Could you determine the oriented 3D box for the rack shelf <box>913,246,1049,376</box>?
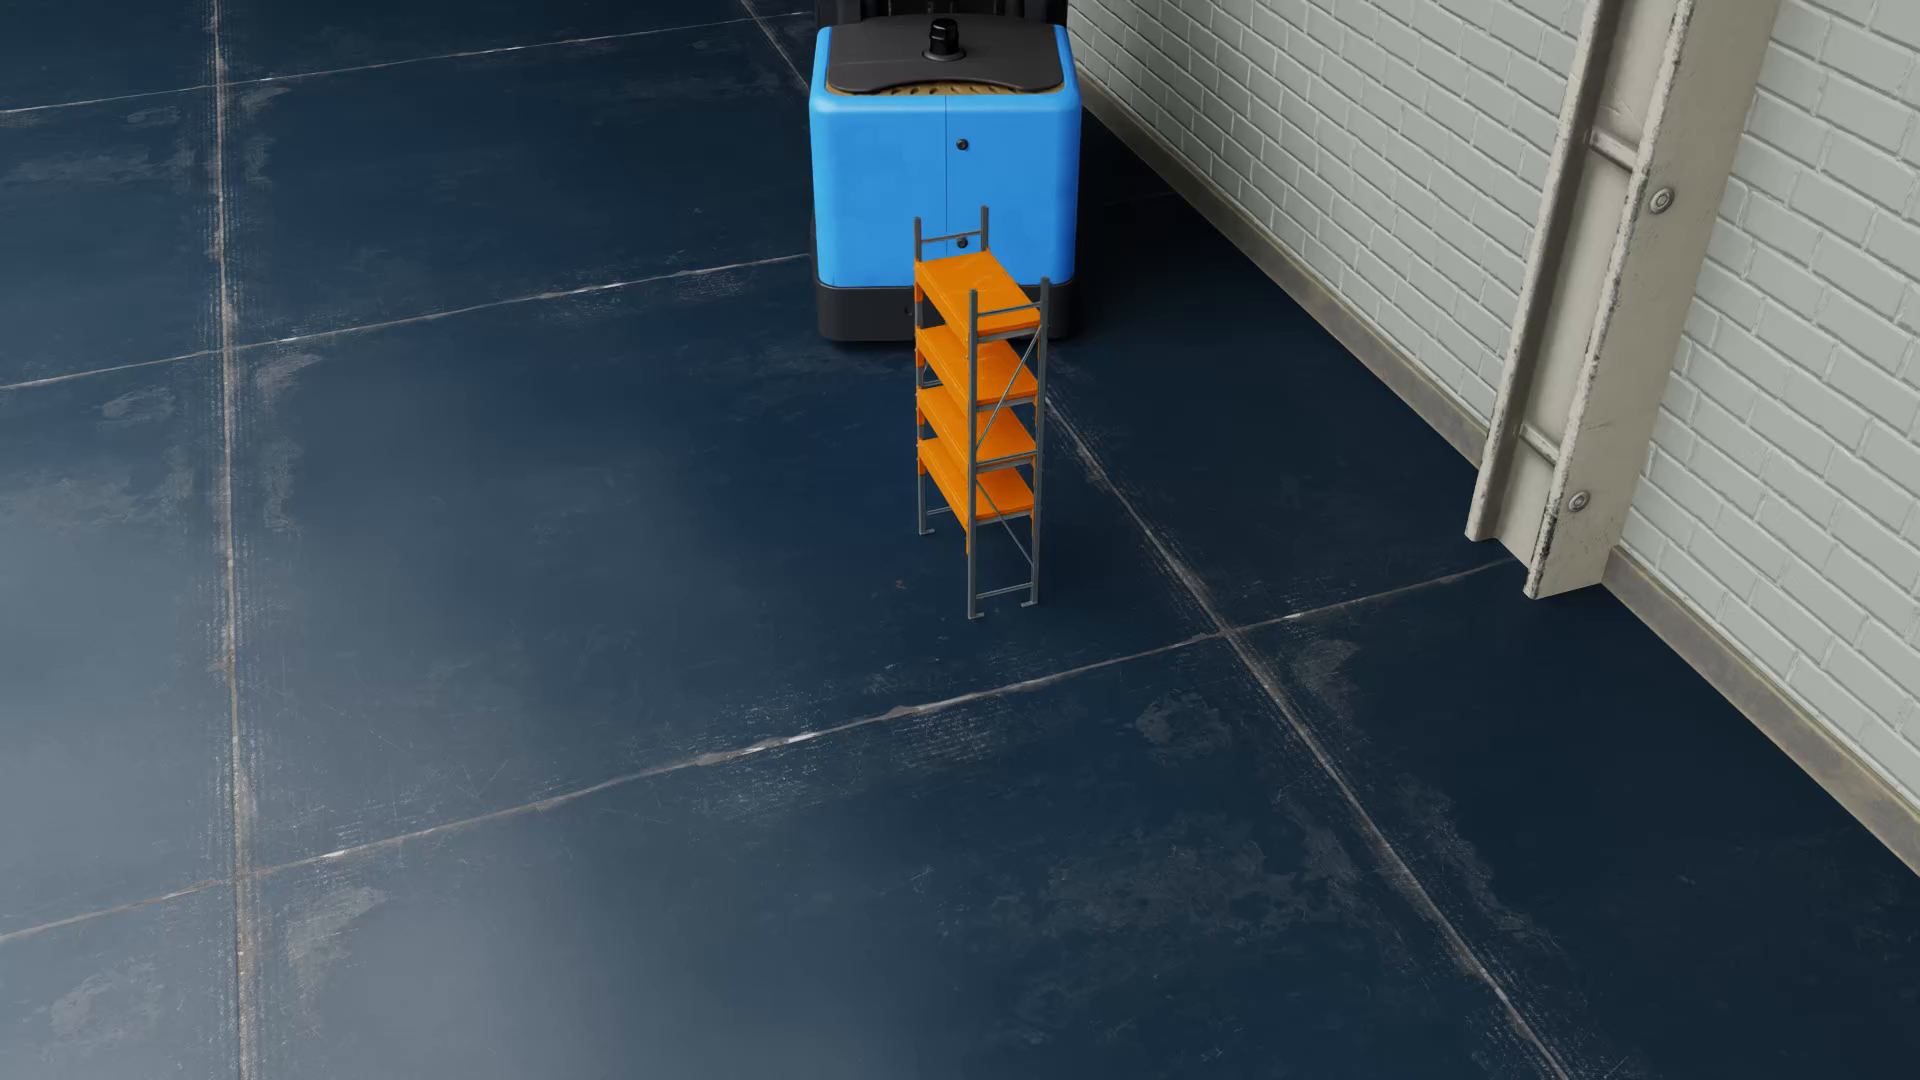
[{"bbox_3d":[0.057,-0.700,5.028,0.258,0.148,0.480,-12,39,-16],"label":"rack shelf"}]

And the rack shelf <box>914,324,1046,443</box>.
[{"bbox_3d":[0.057,-0.511,5.171,0.258,0.148,0.480,-12,39,-16],"label":"rack shelf"}]

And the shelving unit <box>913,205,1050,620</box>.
[{"bbox_3d":[0.057,-0.386,5.265,0.258,1.200,0.503,-12,39,-16],"label":"shelving unit"}]

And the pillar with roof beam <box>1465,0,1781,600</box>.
[{"bbox_3d":[-2.078,-2.649,1.787,9.100,9.000,0.400,-12,39,-16],"label":"pillar with roof beam"}]

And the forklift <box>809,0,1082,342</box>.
[{"bbox_3d":[-0.088,-2.828,7.069,1.130,2.935,3.031,-1,37,-1],"label":"forklift"}]

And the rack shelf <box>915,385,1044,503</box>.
[{"bbox_3d":[0.057,-0.332,5.305,0.258,0.148,0.480,-12,39,-16],"label":"rack shelf"}]

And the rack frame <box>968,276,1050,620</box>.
[{"bbox_3d":[0.141,-0.248,5.082,0.240,1.200,0.015,-12,39,-16],"label":"rack frame"}]

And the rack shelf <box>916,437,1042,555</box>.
[{"bbox_3d":[0.057,-0.173,5.425,0.258,0.148,0.480,-12,39,-16],"label":"rack shelf"}]

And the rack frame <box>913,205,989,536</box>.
[{"bbox_3d":[-0.027,-0.524,5.448,0.240,1.200,0.015,-12,39,-16],"label":"rack frame"}]
